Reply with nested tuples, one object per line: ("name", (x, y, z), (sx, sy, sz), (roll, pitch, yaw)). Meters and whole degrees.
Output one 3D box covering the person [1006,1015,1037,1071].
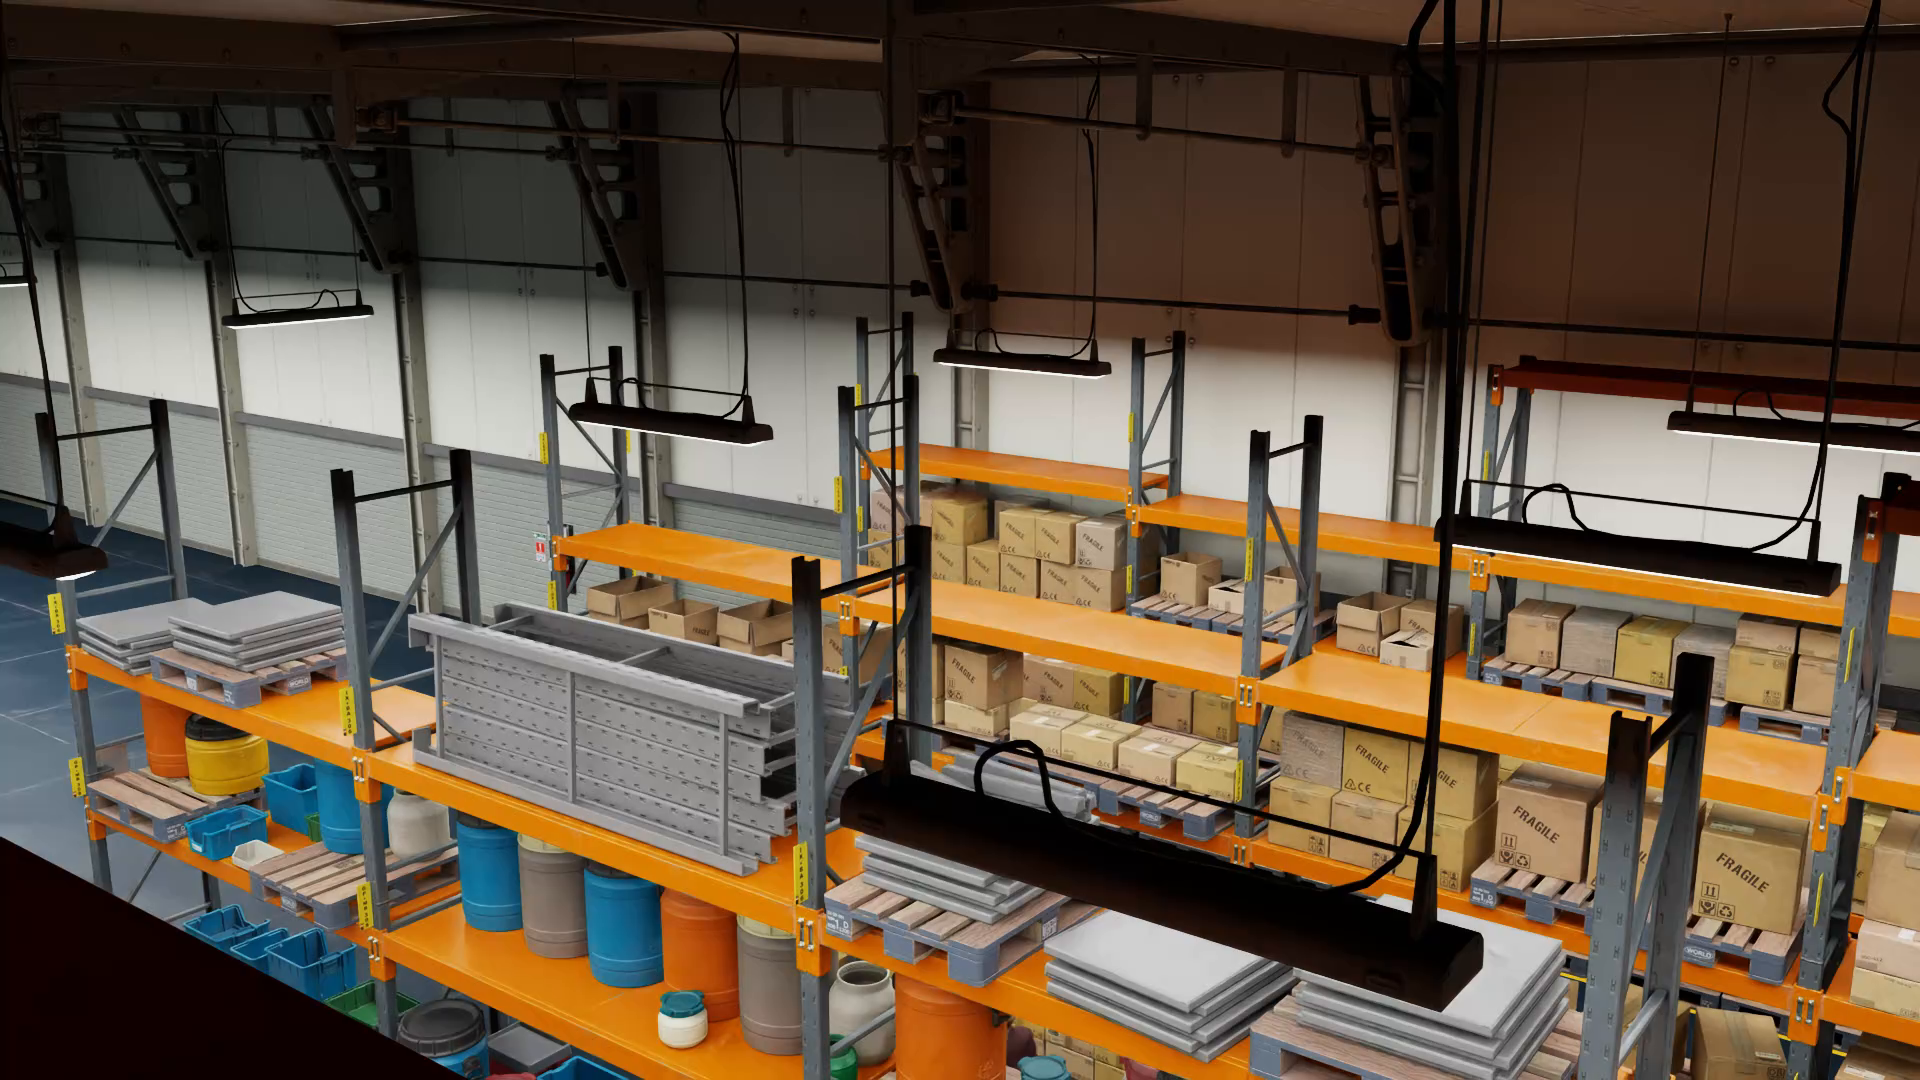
("person", (0.242, 4.300, 12.788), (1.115, 1.717, 0.562), (7, 15, 27))
